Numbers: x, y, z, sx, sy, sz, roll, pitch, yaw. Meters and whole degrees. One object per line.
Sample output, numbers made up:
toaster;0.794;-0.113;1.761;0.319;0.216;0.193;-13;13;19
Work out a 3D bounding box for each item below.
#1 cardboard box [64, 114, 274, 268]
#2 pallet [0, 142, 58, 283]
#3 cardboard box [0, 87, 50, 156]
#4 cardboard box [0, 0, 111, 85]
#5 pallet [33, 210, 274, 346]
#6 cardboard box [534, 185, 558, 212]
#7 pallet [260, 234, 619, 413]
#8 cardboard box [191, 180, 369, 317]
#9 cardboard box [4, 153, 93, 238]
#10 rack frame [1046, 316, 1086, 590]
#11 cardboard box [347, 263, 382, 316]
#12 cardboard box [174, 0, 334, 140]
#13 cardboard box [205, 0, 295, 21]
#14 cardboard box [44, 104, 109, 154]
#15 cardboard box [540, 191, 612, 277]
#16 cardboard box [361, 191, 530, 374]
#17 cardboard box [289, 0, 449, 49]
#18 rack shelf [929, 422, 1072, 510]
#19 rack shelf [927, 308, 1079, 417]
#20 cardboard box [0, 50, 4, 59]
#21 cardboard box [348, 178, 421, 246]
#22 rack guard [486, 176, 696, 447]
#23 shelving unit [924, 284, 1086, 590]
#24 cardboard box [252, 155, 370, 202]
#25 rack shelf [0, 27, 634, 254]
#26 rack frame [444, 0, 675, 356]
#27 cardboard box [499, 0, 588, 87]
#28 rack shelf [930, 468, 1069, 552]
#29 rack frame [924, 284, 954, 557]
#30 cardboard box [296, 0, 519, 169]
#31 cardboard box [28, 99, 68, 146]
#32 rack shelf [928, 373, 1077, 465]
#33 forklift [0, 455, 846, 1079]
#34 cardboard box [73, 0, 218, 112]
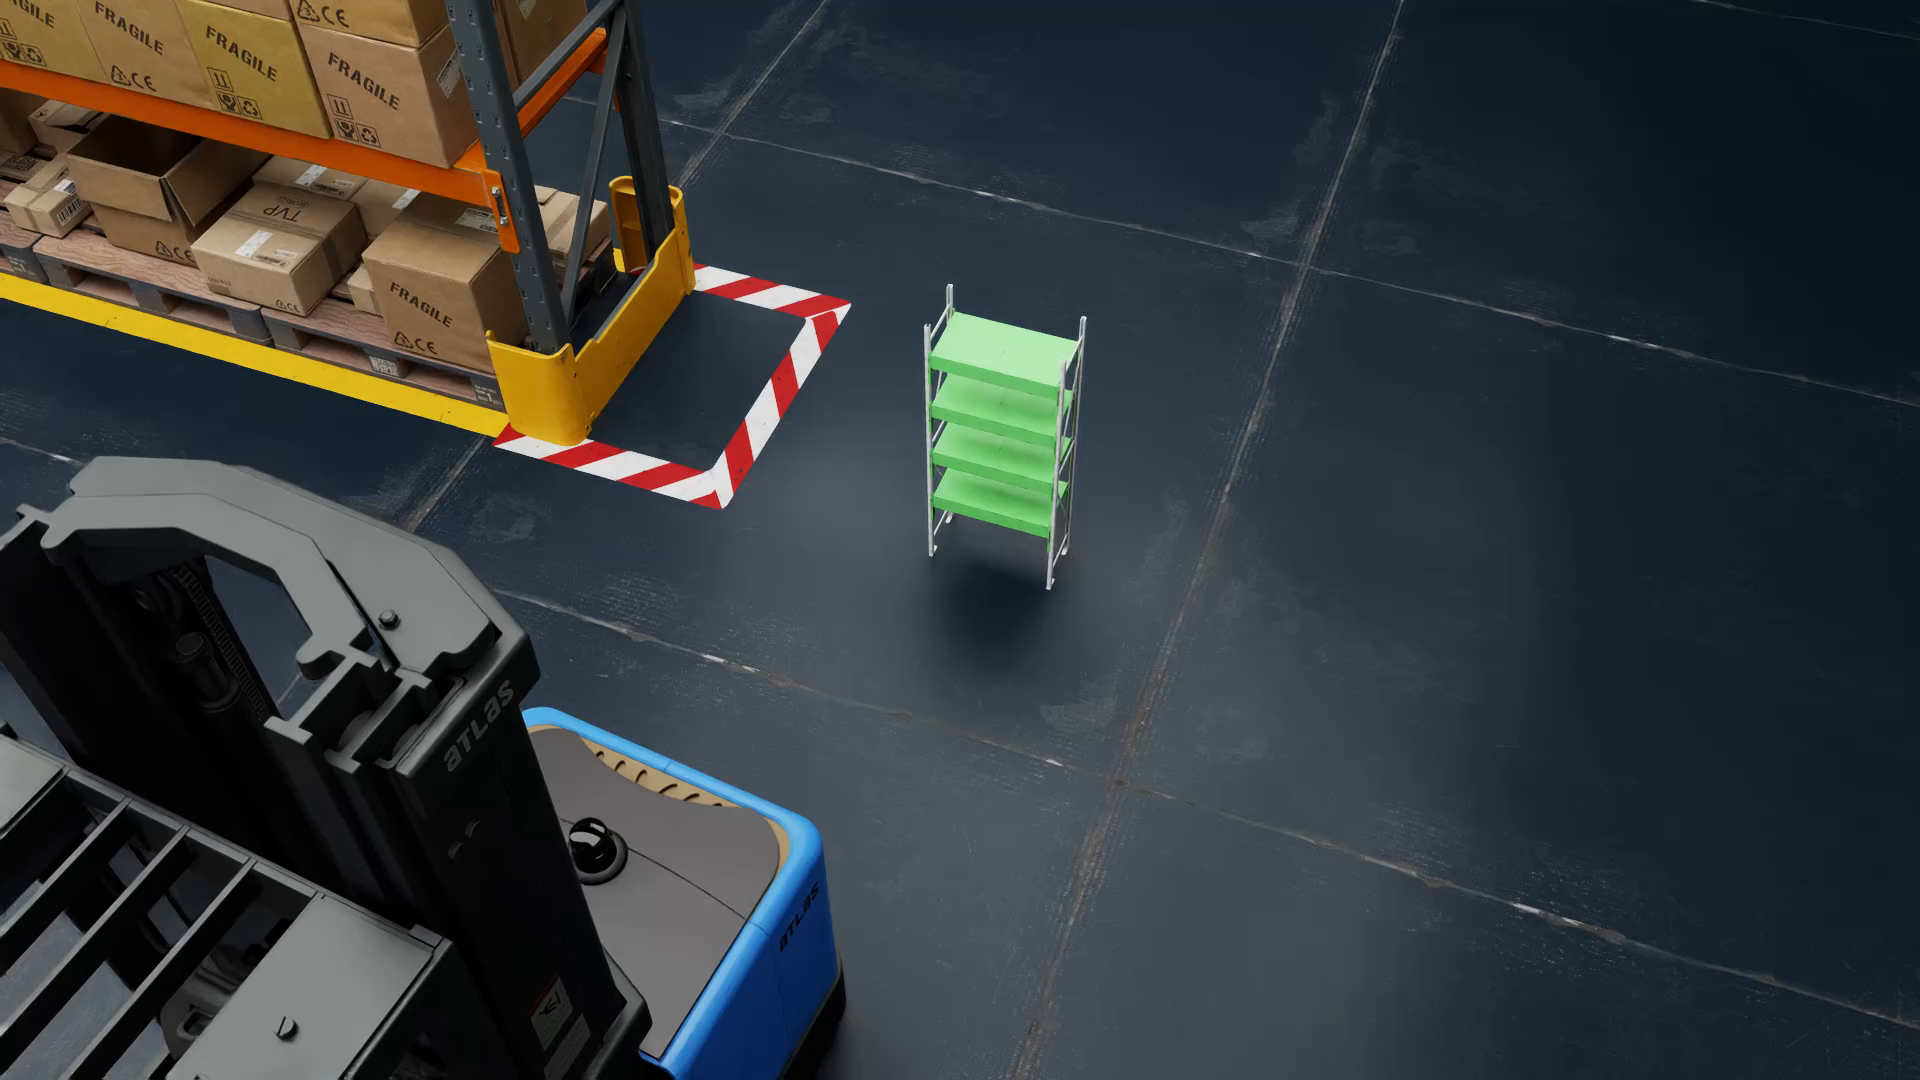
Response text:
cardboard box;-3.474;-1.684;7.452;0.637;0.503;0.797;16;51;13
pallet;-4.594;-1.752;7.996;1.213;0.211;1.003;16;51;13
cardboard box;-4.605;-2.223;7.921;0.500;0.500;0.500;16;51;13
cardboard box;-3.427;-2.156;6.434;0.500;0.500;0.500;15;51;13
pallet;-3.446;-1.434;7.720;1.213;0.211;1.003;16;51;13
cardboard box;-1.994;-1.433;7.458;0.250;0.166;0.380;16;51;13
pallet;-2.305;-1.113;7.442;1.213;0.211;1.003;16;51;13
cardboard box;-2.962;-1.280;7.269;0.500;0.250;0.500;16;51;13
cardboard box;-4.104;-1.579;7.584;0.250;0.166;0.380;16;51;13
rack frame;0.384;-0.286;6.070;0.015;1.200;0.240;16;51;13
cardboard box;-2.430;-1.152;7.214;0.250;0.166;0.380;16;51;13
cardboard box;-2.488;-1.889;6.203;0.500;0.500;0.500;16;51;13
cardboard box;-2.473;-2.212;5.821;0.500;0.500;0.500;17;51;14
cardboard box;-3.902;-1.965;7.823;0.500;0.311;0.500;16;51;13
cardboard box;-1.759;-1.362;7.408;0.250;0.149;0.380;16;51;13
cardboard box;-2.081;-1.092;6.941;0.500;0.500;0.500;16;51;13
cardboard box;-1.999;-2.080;5.707;0.500;0.500;0.500;15;51;13
rack shelf;0.155;-0.308;6.174;0.480;0.148;0.258;16;51;13
rack shelf;0.155;-0.622;5.811;0.480;0.148;0.258;16;51;13
cardboard box;-3.904;-2.288;6.548;0.500;0.500;0.500;15;51;13
cardboard box;-2.366;-1.516;7.474;0.500;0.250;0.500;16;51;13
rack guard;-1.557;-1.000;7.152;0.348;0.500;1.175;16;51;13
shelving unit;0.155;-0.350;6.126;0.503;1.200;0.258;16;51;13
cardboard box;-2.835;-1.647;7.588;0.500;0.250;0.500;16;51;13
rack shelf;-3.362;-2.087;6.916;4.000;0.370;1.077;16;51;13
rack frame;-1.486;-1.798;6.190;0.127;3.000;1.000;16;51;13
cardboard box;-1.811;-2.134;6.415;0.500;0.500;0.500;17;51;14
rack shelf;0.155;-0.151;6.355;0.480;0.148;0.258;16;51;13
rack frame;-0.074;-0.414;6.181;0.015;1.200;0.240;16;51;13
cardboard box;-2.000;-1.756;6.087;0.500;0.500;0.500;17;51;14
cardboard box;-4.233;-2.053;8.006;0.250;0.149;0.380;16;51;13
rack shelf;0.155;-0.465;5.993;0.480;0.148;0.258;16;51;13
forklift;-1.458;1.366;3.493;1.130;2.935;3.031;20;52;17
cardboard box;-2.954;-2.023;6.319;0.500;0.500;0.500;16;51;13
